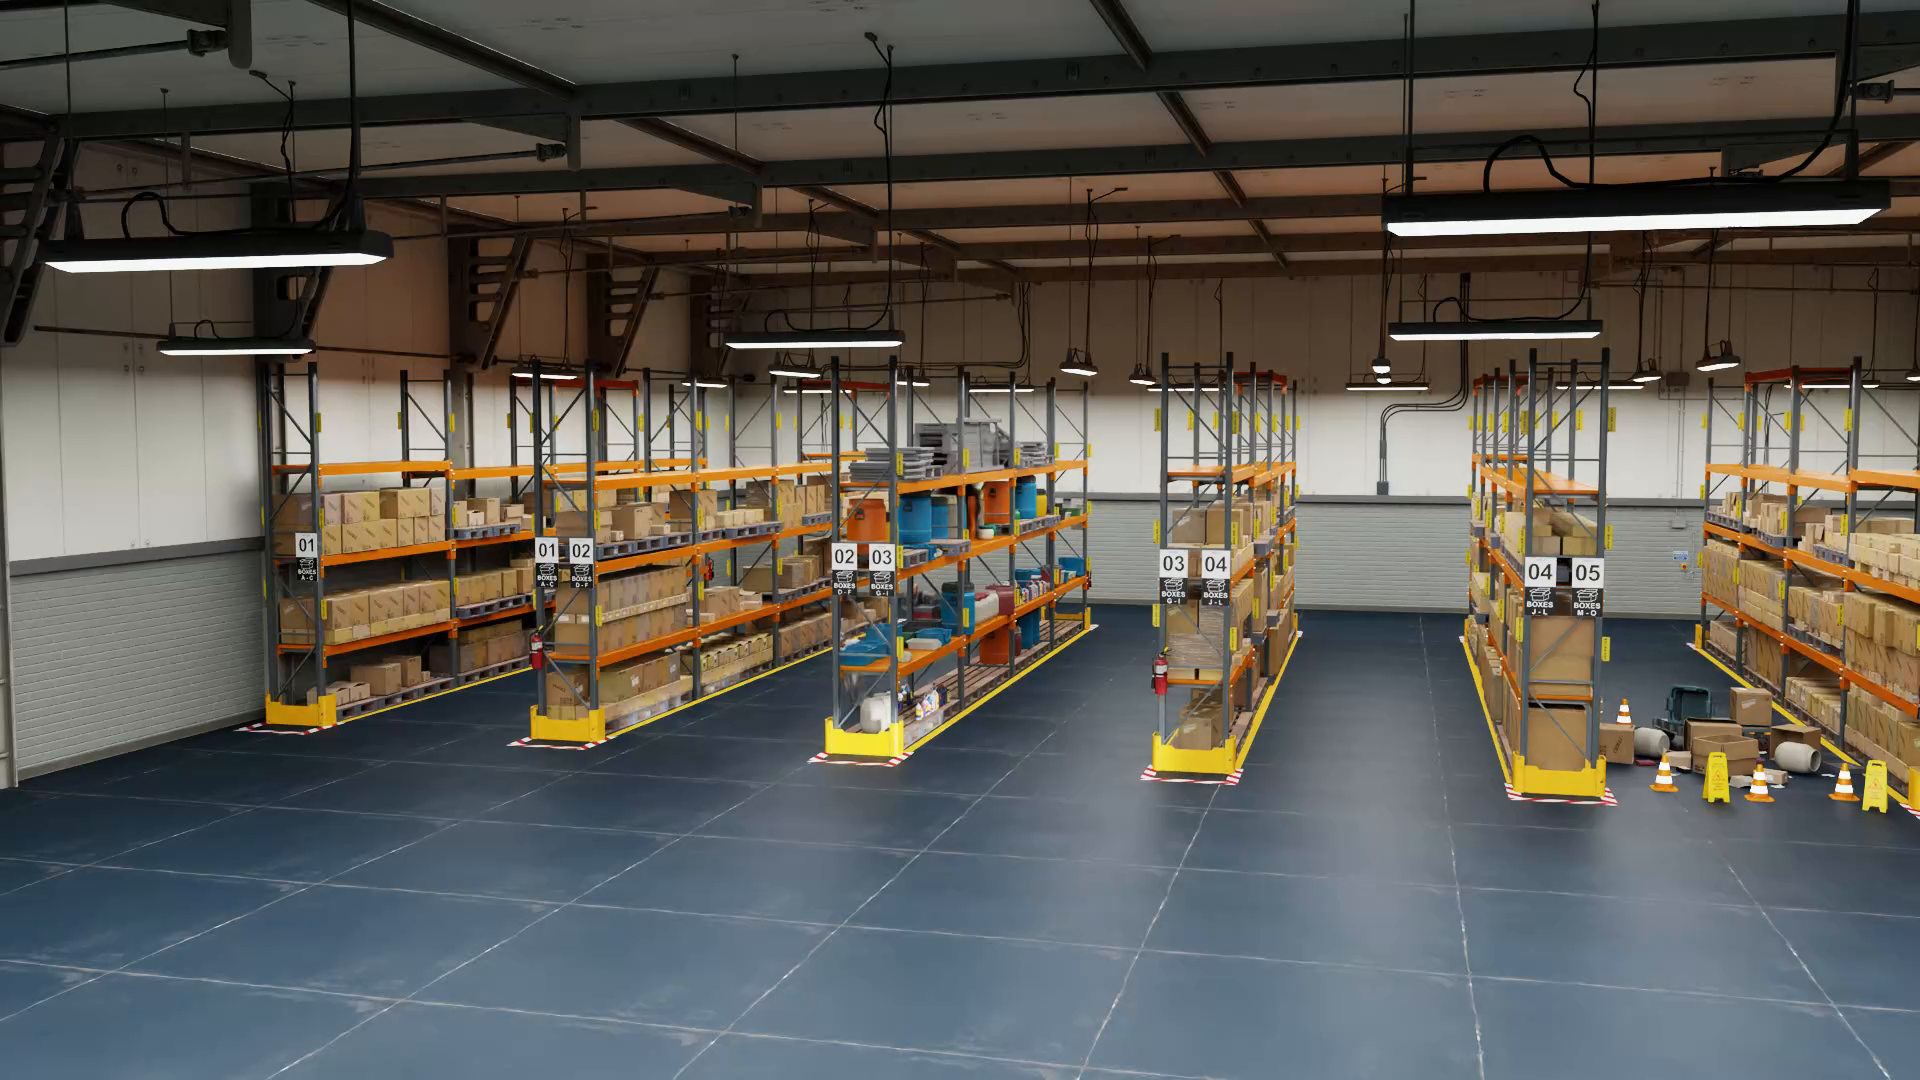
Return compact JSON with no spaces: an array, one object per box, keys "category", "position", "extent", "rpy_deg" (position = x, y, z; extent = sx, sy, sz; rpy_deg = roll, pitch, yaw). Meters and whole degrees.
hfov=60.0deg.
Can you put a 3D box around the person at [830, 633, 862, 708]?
[{"category":"person","position":[-1.943,2.270,29.063],"extent":[0.569,1.384,0.976],"rpy_deg":[1,4,10]}]

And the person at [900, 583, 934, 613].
[{"category":"person","position":[-0.893,1.714,35.408],"extent":[0.696,1.682,0.984],"rpy_deg":[1,4,9]}]

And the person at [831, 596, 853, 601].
[{"category":"person","position":[-3.005,1.076,43.784],"extent":[0.907,1.649,0.567],"rpy_deg":[2,4,23]}]

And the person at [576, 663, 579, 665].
[{"category":"person","position":[-7.471,1.833,32.816],"extent":[0.660,1.729,0.646],"rpy_deg":[0,4,6]}]
